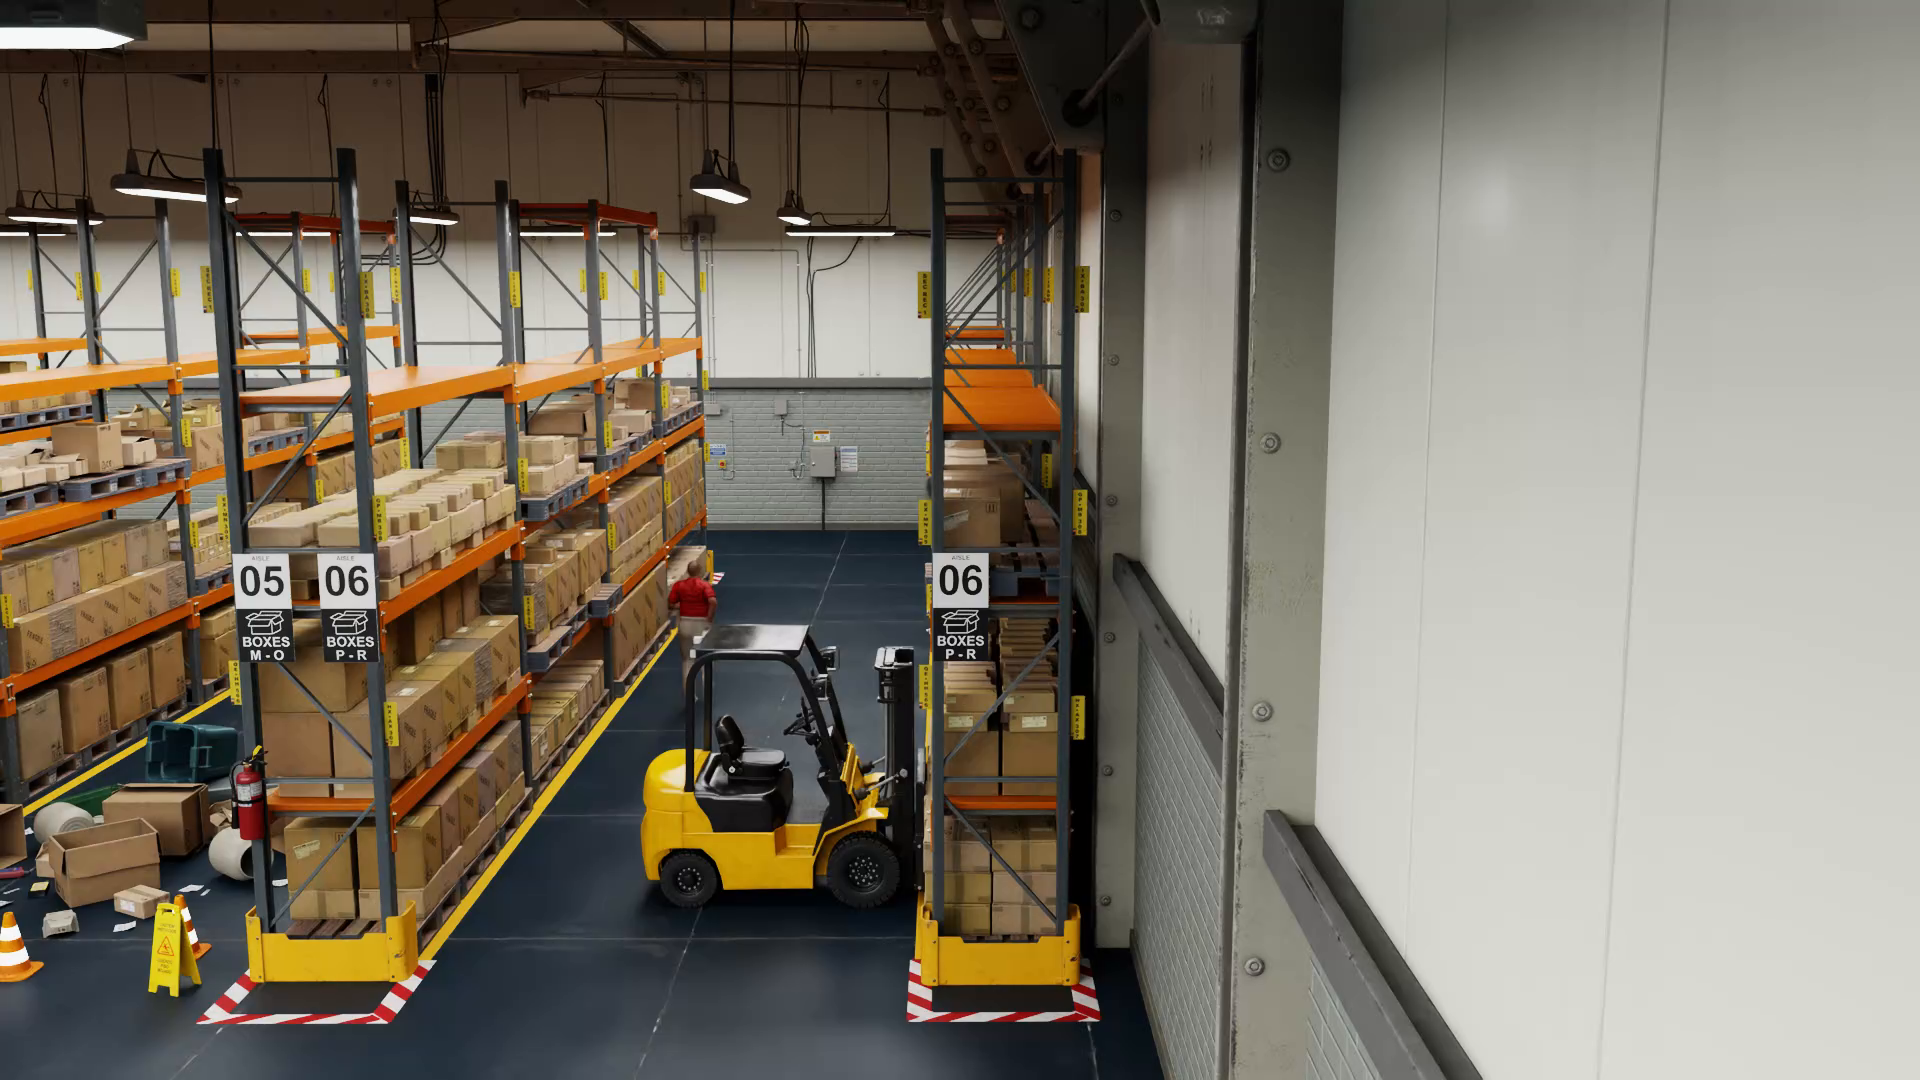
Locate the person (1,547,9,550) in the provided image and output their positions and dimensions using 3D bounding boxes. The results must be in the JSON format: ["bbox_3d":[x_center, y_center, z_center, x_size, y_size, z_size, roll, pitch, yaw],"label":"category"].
[{"bbox_3d":[-12.813,0.808,22.756,0.552,1.548,0.895,1,9,4],"label":"person"}]

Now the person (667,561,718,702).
[{"bbox_3d":[-3.213,1.089,20.138,0.650,1.700,0.755,0,9,1],"label":"person"}]
